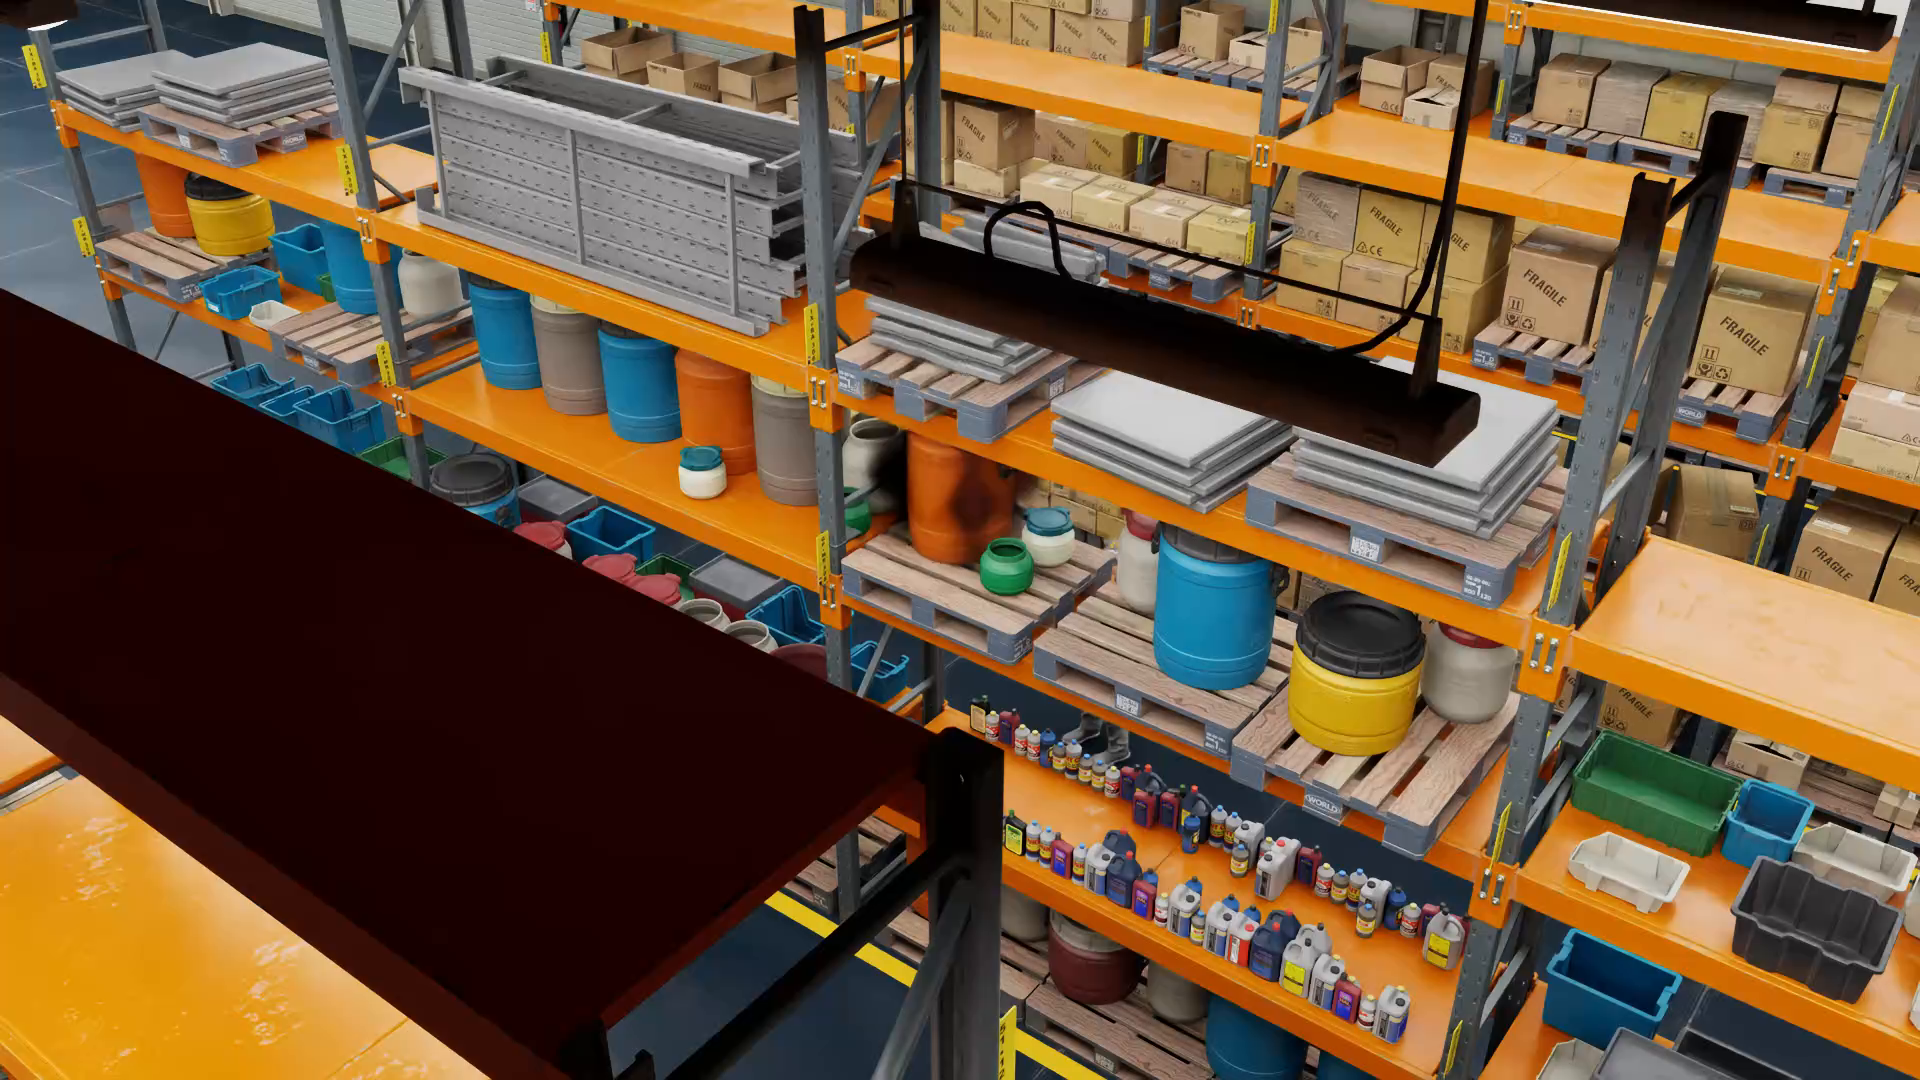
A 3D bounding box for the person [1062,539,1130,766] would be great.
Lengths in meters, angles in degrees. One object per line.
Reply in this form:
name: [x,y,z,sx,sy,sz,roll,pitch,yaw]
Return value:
person: [1.056,0.819,12.266,0.523,1.790,0.625,-11,33,-17]
